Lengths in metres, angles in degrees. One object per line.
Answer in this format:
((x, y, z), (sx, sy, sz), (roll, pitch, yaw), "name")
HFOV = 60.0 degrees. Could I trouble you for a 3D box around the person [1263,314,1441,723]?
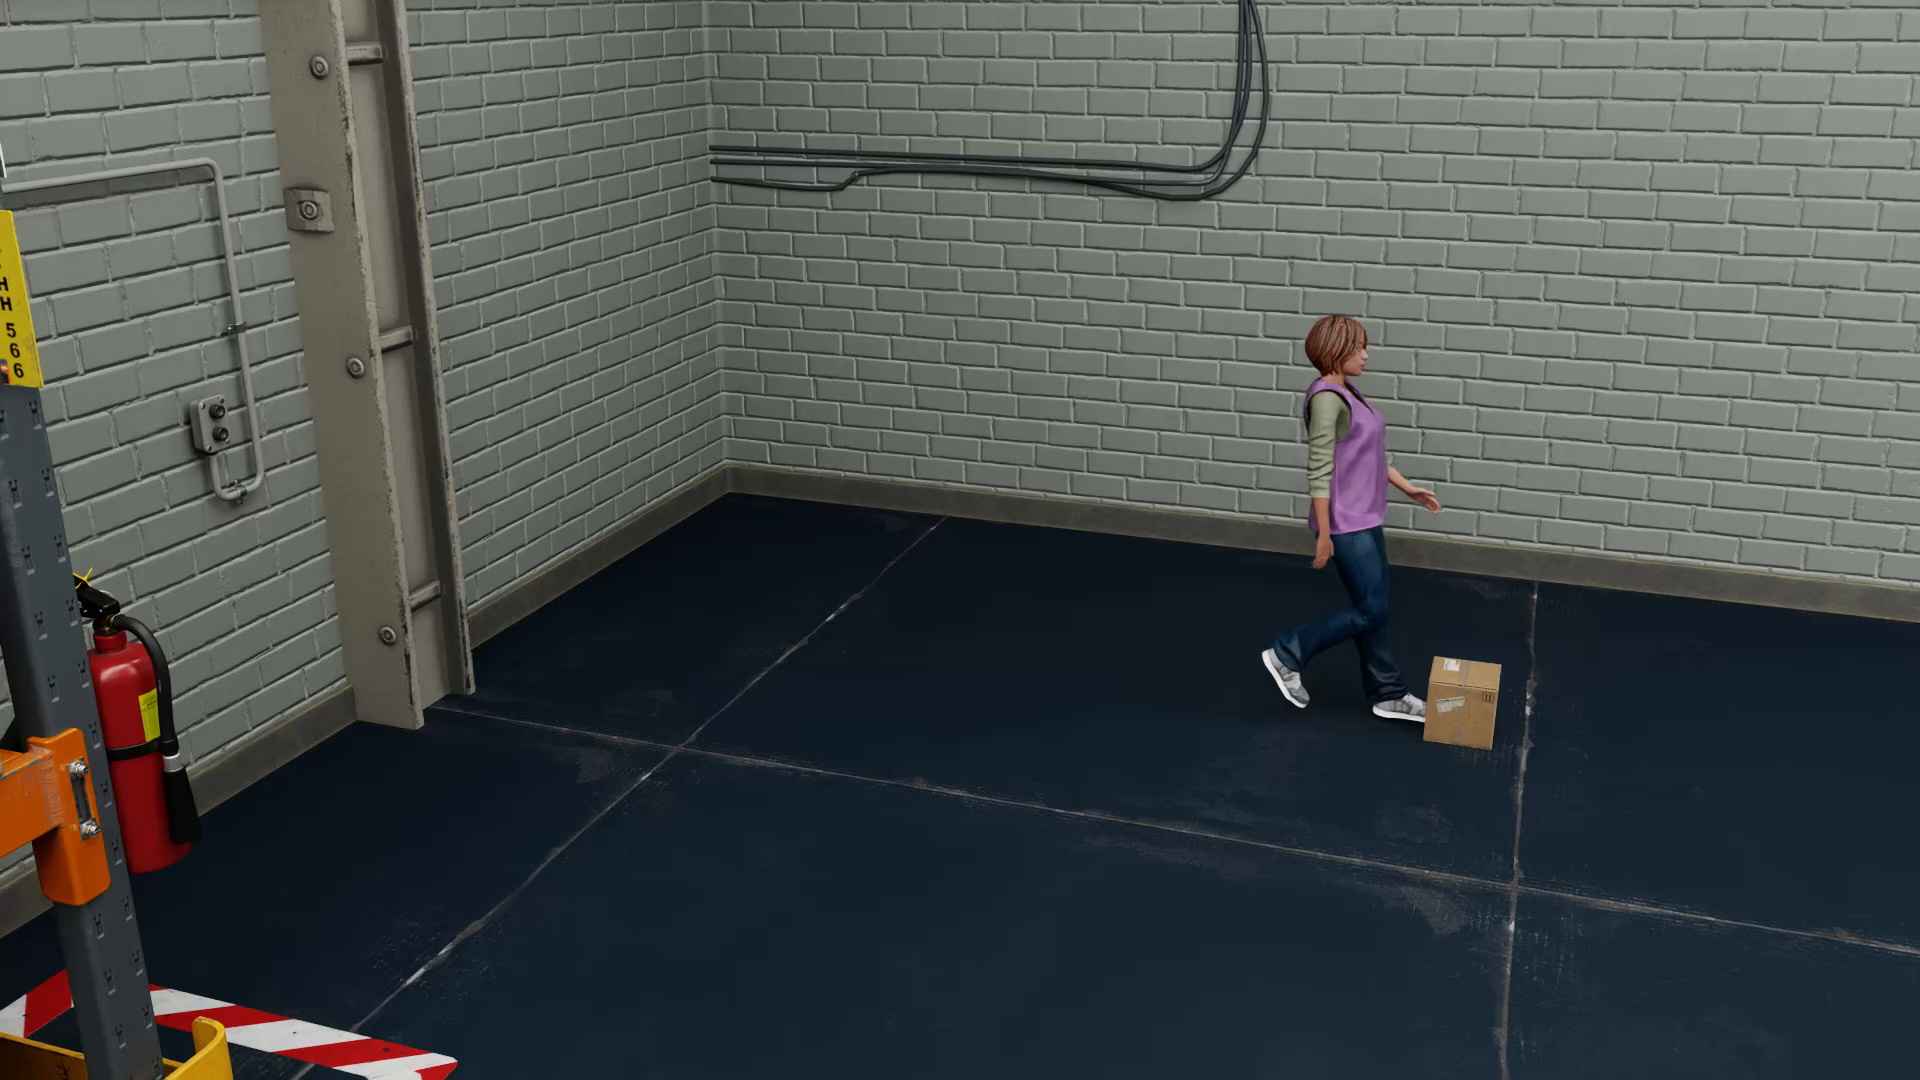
((1.530, -0.055, 6.253), (0.697, 1.559, 0.473), (7, 20, 19), "person")
